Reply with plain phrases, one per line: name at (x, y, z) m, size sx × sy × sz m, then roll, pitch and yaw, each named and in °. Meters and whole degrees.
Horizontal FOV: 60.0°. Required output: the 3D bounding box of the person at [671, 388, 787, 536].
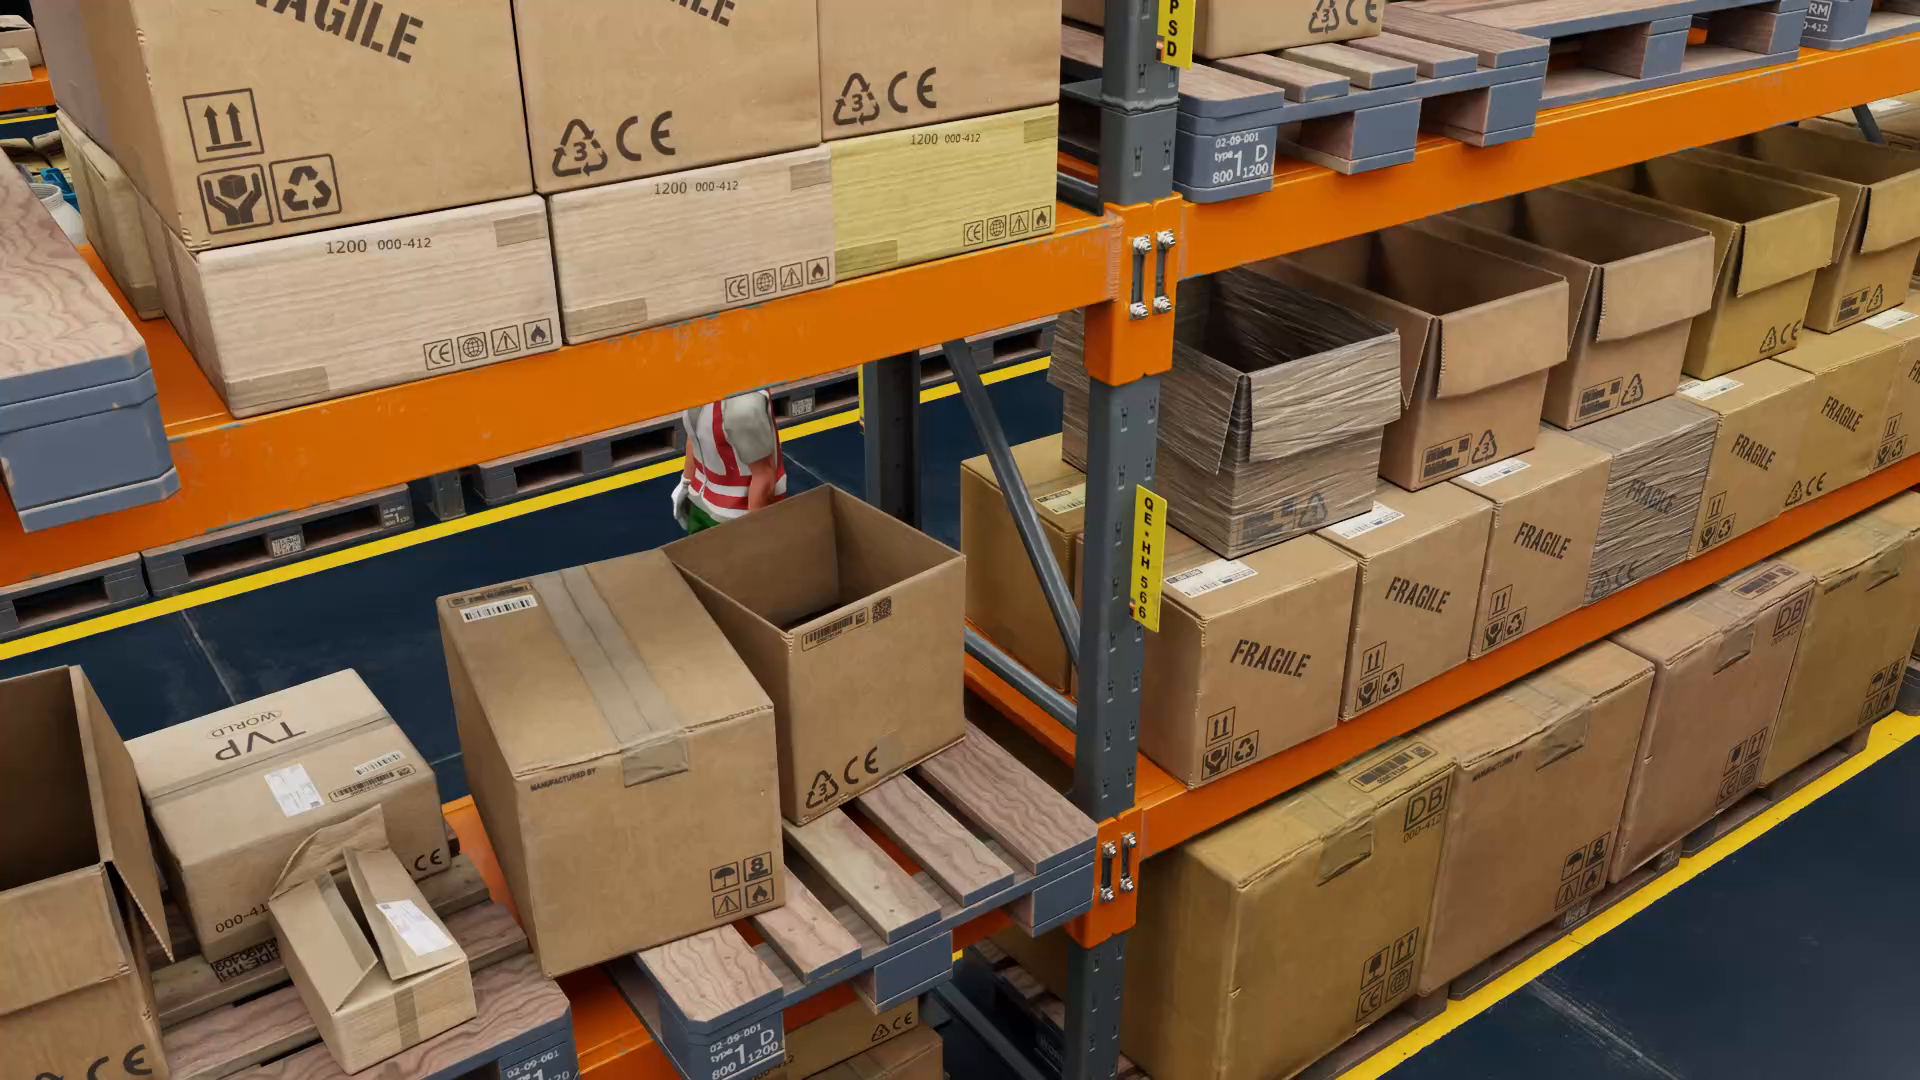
person at (-0.896, -0.097, 6.287) m, size 0.448 × 1.780 × 0.608 m, roll -18°, pitch 33°, yaw -30°
